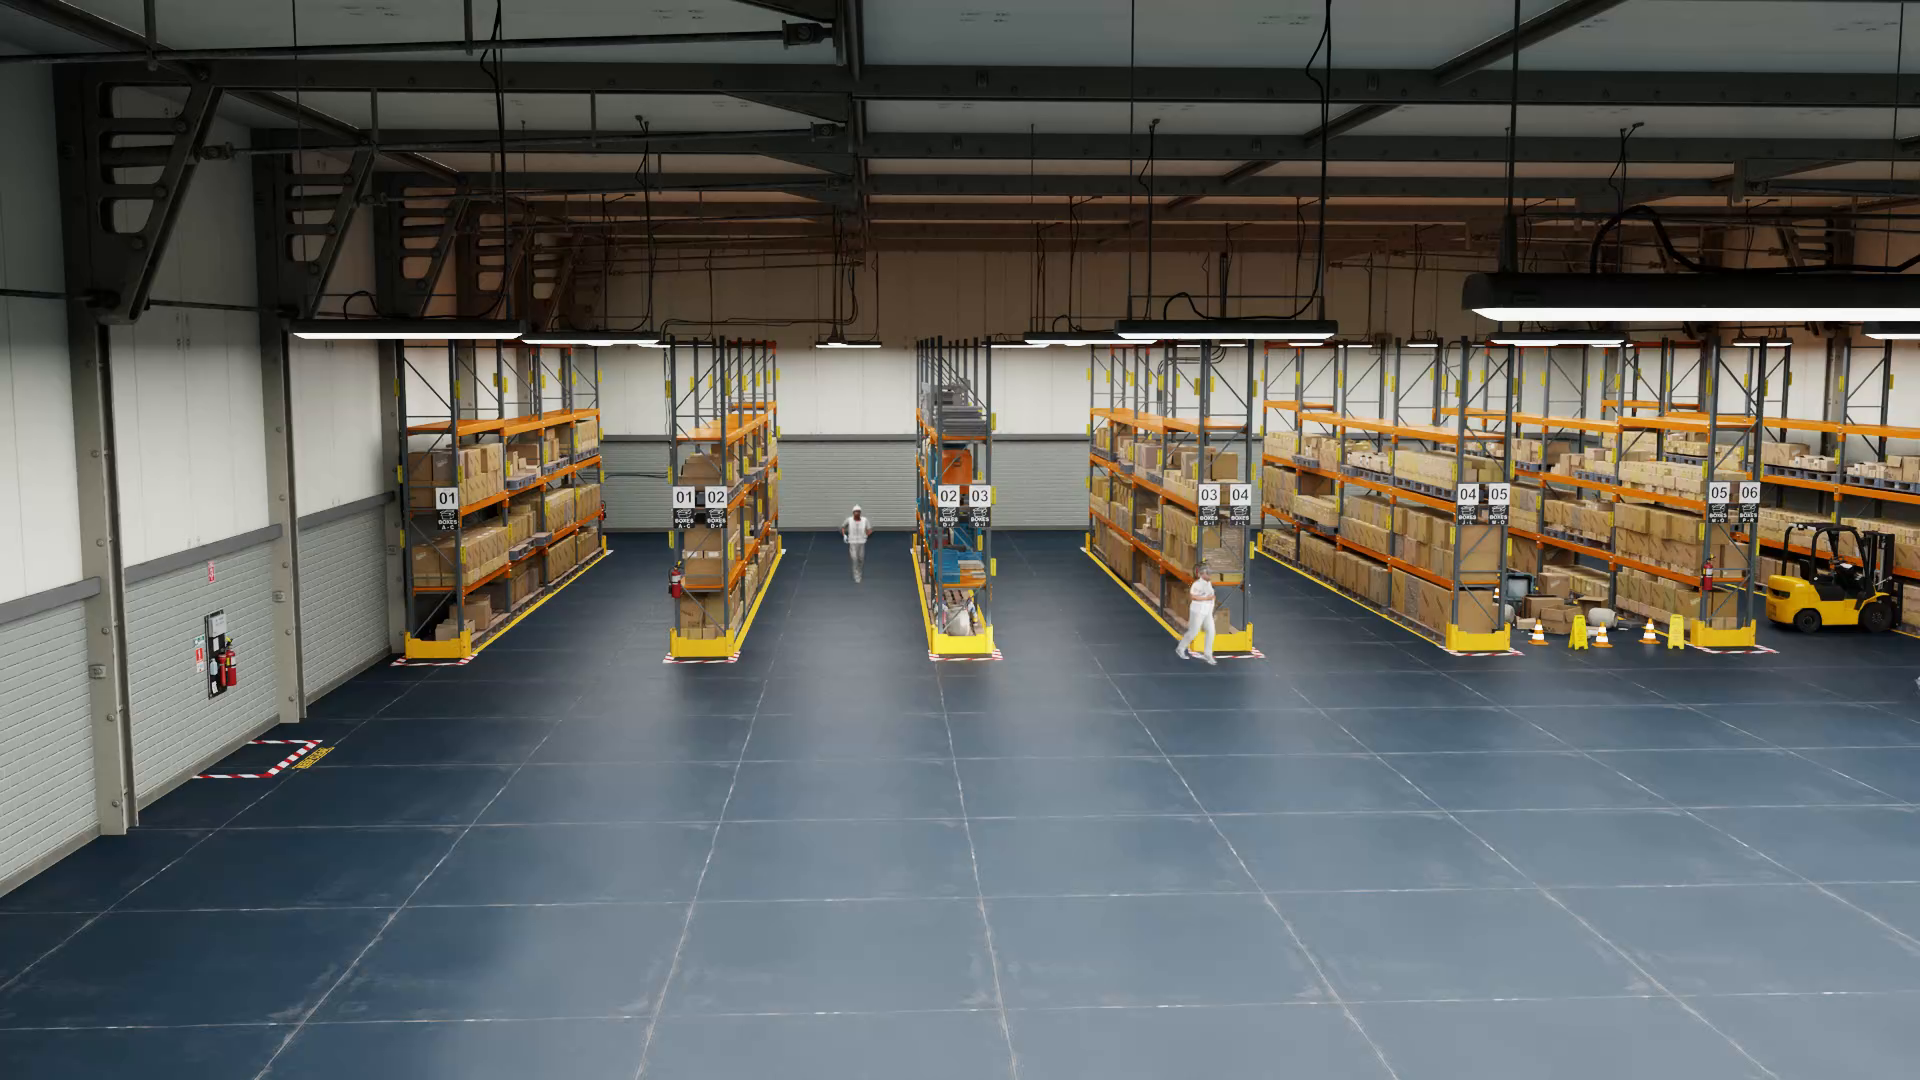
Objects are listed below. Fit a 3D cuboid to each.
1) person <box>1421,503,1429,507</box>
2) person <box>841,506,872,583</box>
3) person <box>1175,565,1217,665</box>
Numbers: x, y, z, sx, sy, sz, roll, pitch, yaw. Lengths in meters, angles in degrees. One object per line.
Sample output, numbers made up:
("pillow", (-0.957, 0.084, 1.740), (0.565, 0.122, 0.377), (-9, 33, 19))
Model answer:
("person", (13.906, -0.746, 49.483), (0.604, 1.715, 0.757), (0, 7, 4))
("person", (-2.426, 0.101, 39.218), (0.705, 1.823, 0.826), (-1, 7, -12))
("person", (4.441, 1.364, 30.711), (0.835, 1.837, 0.663), (6, 9, 43))
